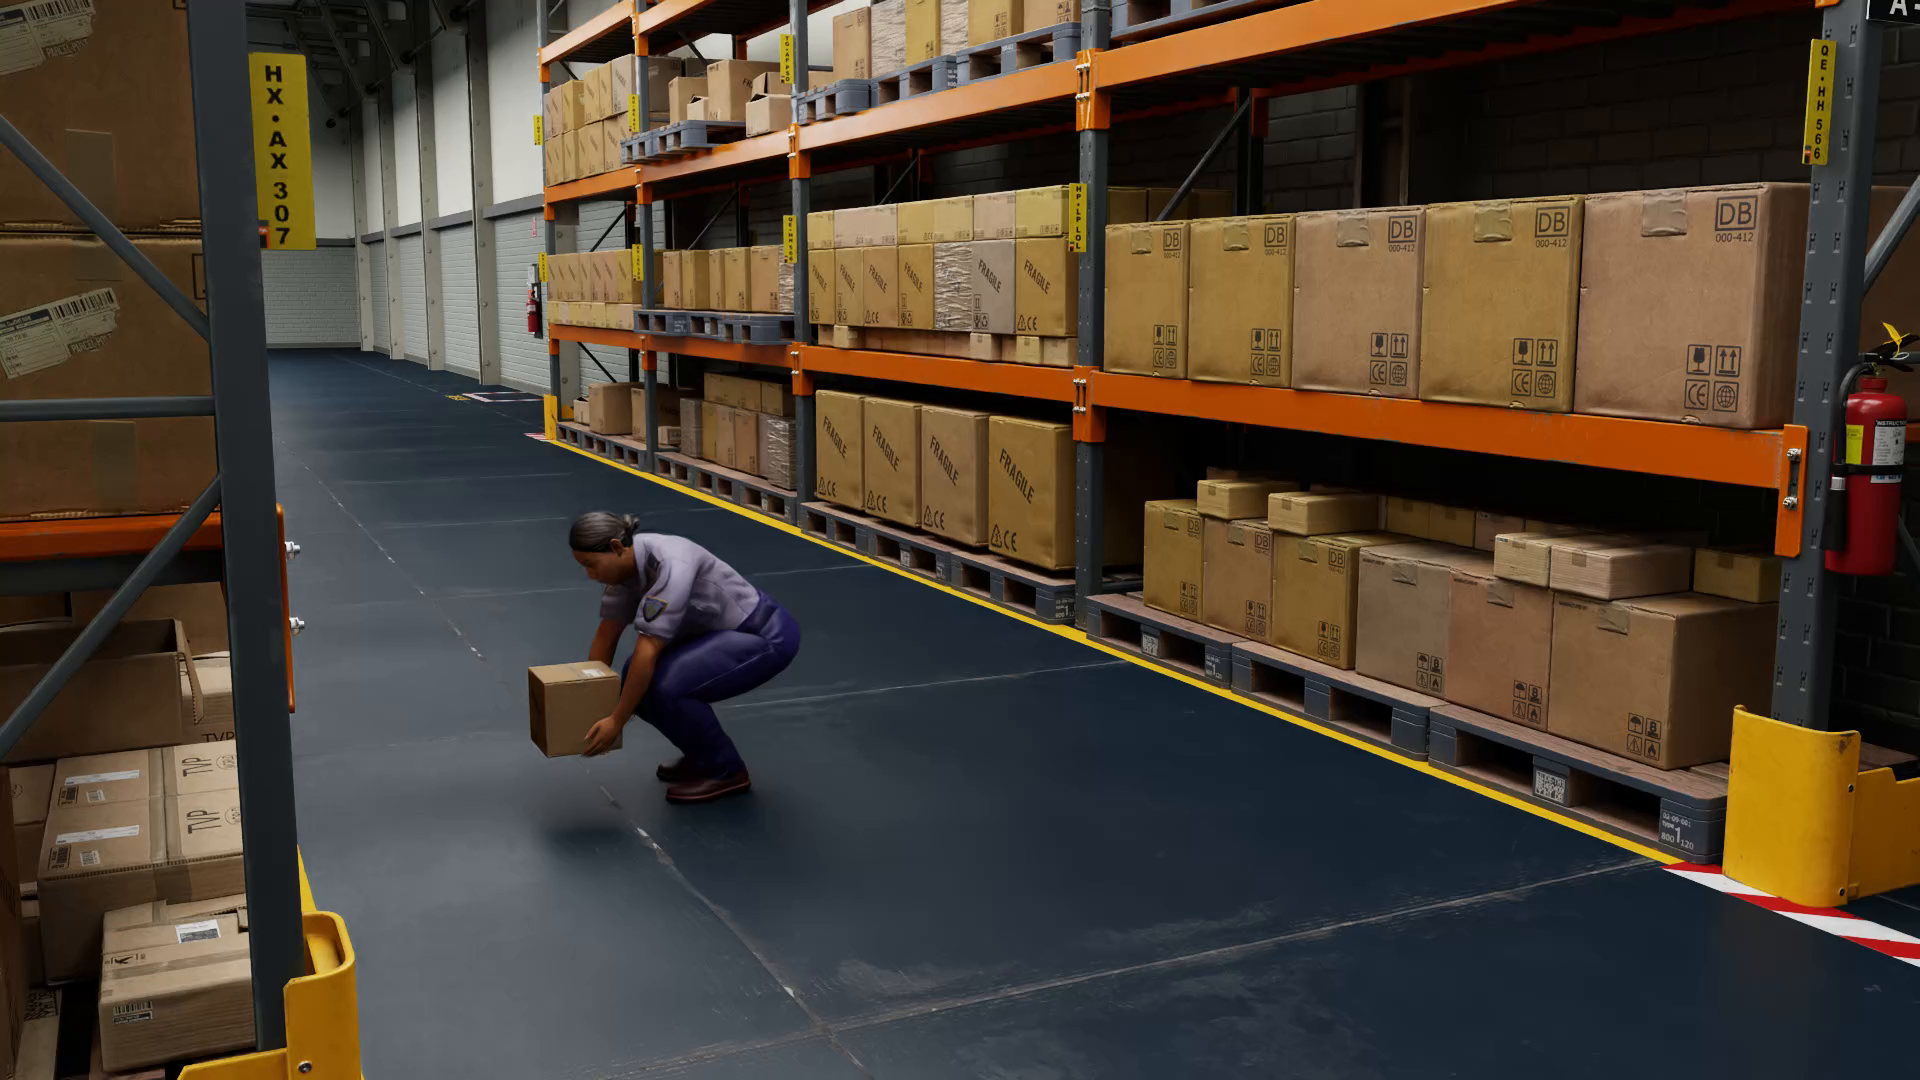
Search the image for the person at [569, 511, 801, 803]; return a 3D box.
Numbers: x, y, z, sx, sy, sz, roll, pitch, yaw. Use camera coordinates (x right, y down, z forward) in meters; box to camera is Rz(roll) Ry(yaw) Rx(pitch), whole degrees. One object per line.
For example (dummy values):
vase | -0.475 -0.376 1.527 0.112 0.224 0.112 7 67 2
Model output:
person | -0.943 0.384 5.654 0.810 0.968 0.529 -4 10 -26
